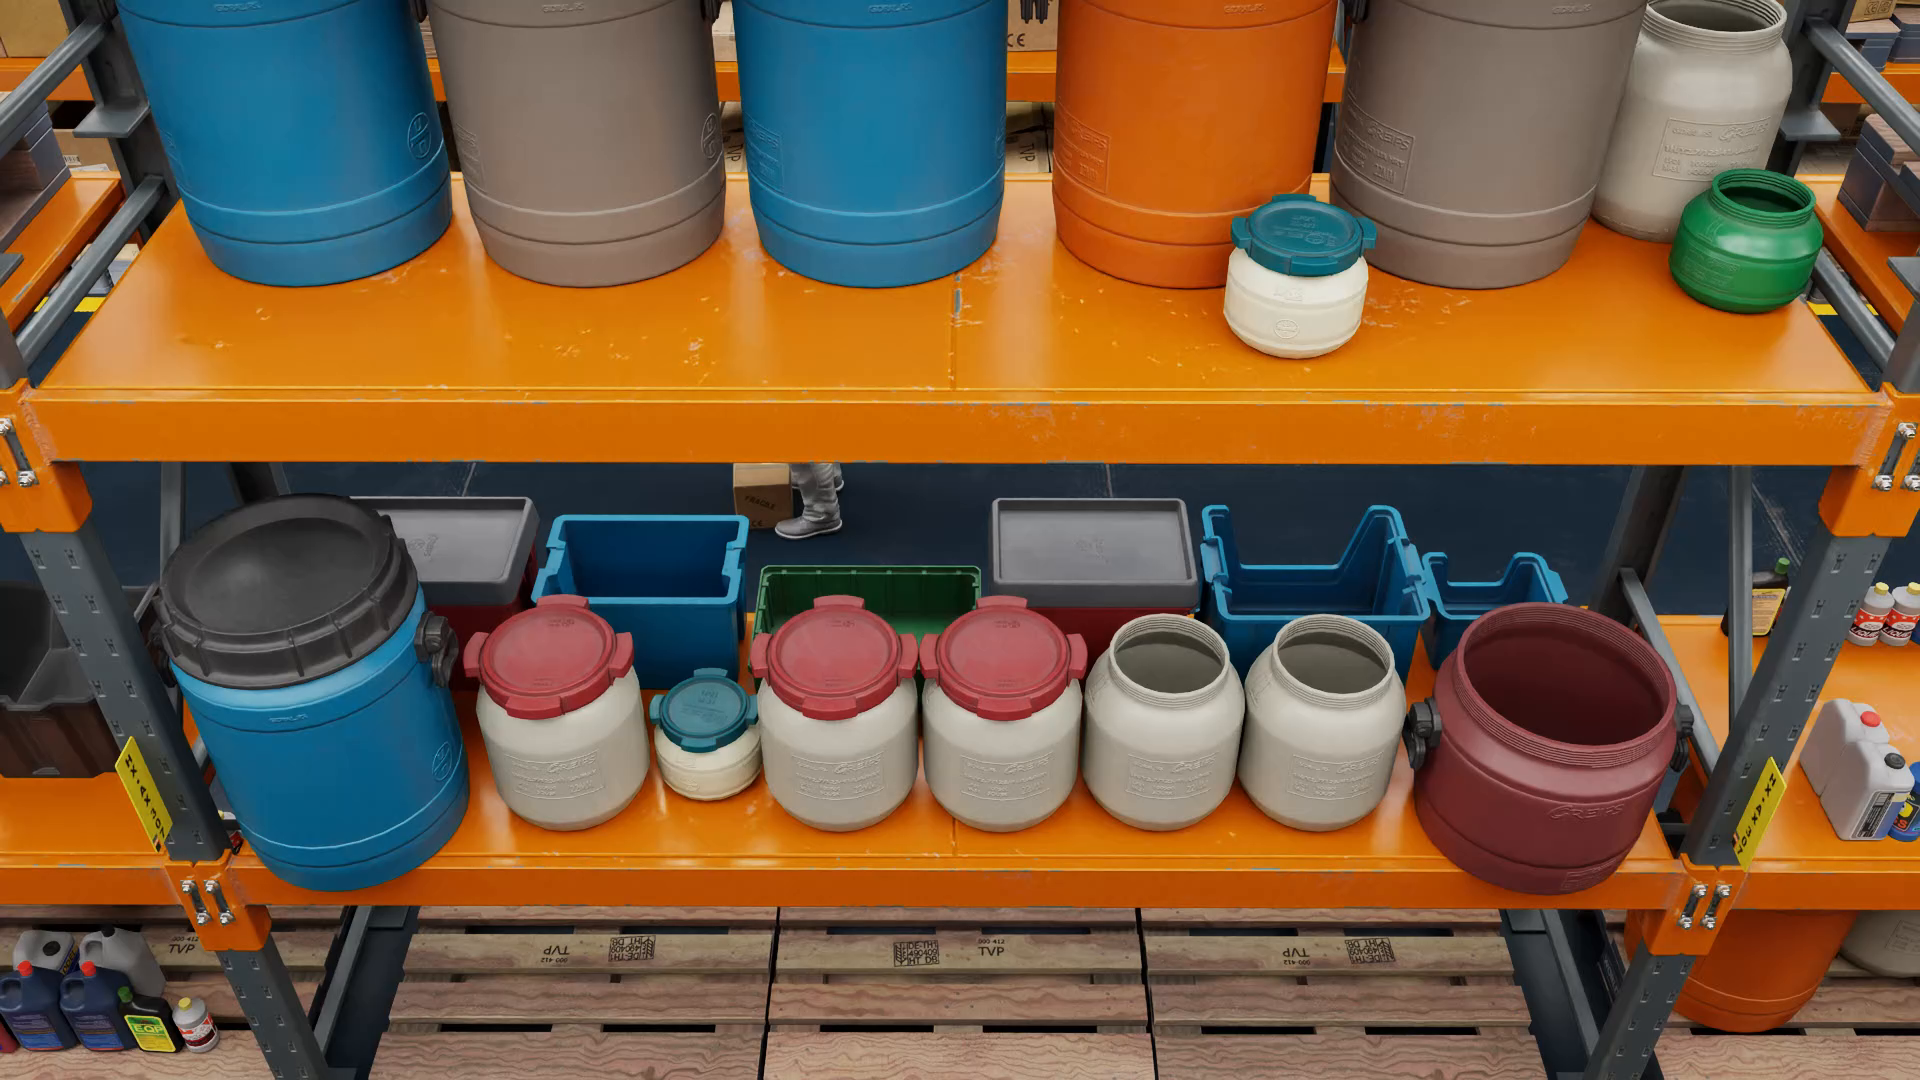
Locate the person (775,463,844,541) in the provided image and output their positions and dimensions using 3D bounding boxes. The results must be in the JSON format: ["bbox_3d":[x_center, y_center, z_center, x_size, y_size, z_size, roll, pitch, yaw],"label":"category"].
[{"bbox_3d":[-0.674,-0.769,7.073,0.472,1.666,0.552,-1,40,-1],"label":"person"}]
